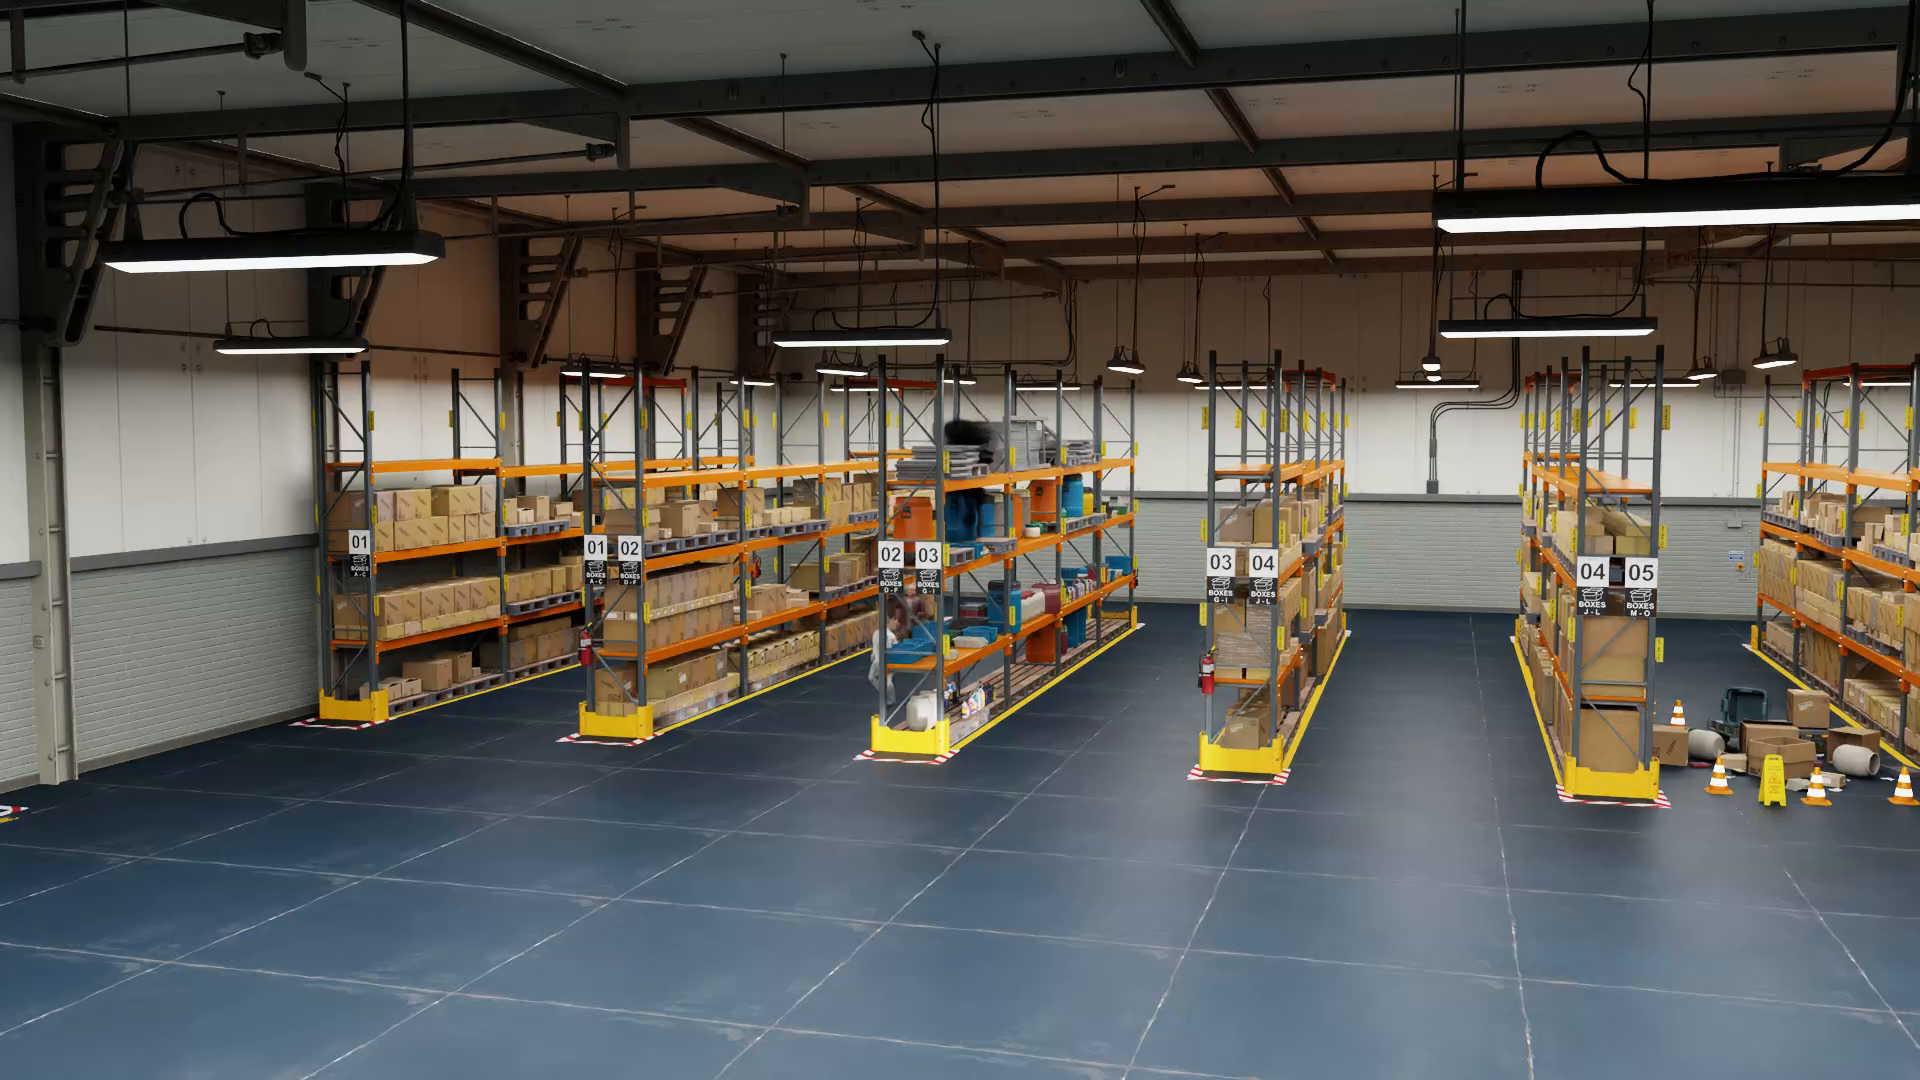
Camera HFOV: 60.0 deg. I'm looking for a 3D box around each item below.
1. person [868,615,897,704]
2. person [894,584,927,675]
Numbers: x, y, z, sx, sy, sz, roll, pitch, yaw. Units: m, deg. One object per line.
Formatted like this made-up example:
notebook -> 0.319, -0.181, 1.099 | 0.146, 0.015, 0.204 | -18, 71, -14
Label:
person -> -1.335, 2.105, 29.126 | 0.621, 1.625, 0.739 | 3, 5, 32
person -> -1.001, 1.769, 32.914 | 0.688, 1.791, 0.765 | 0, 4, 4
